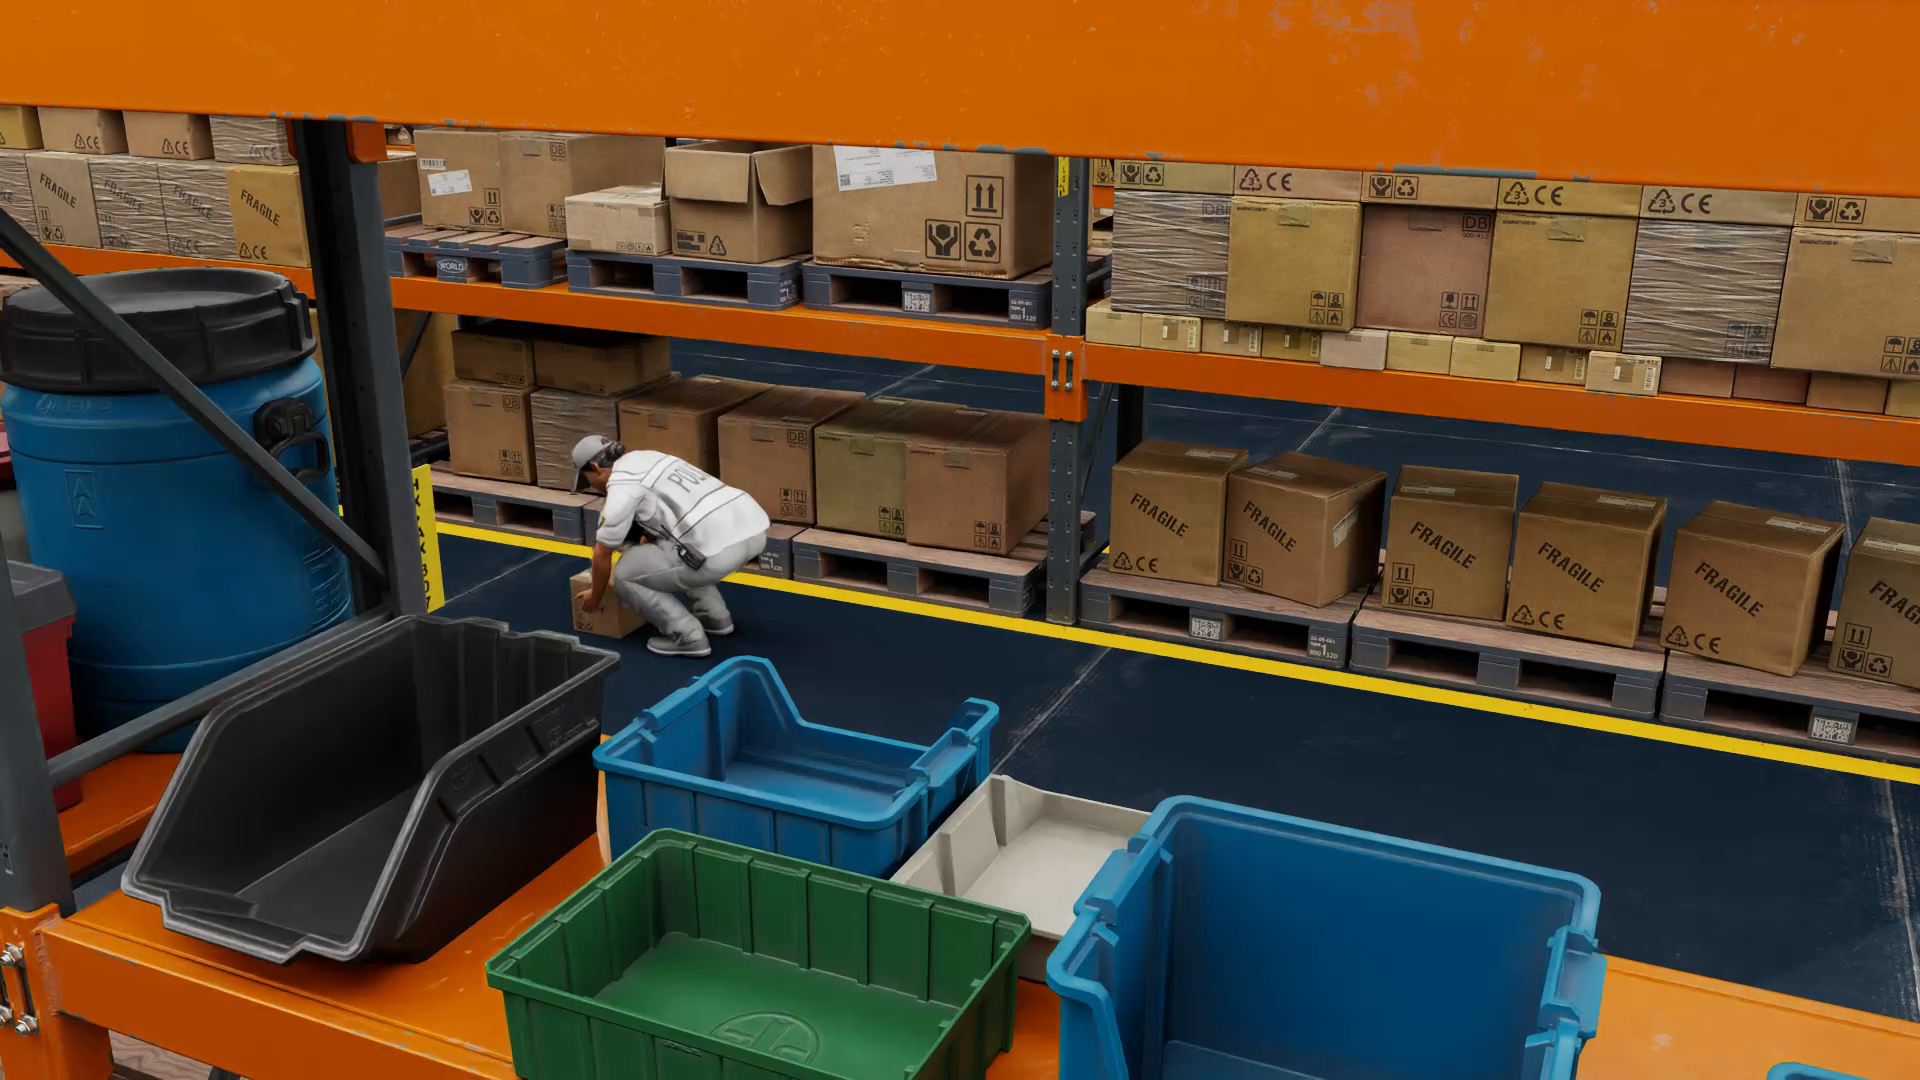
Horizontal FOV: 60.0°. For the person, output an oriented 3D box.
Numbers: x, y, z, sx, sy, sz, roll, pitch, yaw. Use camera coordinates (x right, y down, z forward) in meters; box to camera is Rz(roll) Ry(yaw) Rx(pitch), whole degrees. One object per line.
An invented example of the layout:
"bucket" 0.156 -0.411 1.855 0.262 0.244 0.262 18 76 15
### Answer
"person" -1.284 0.082 7.232 0.878 0.814 0.521 8 21 23
